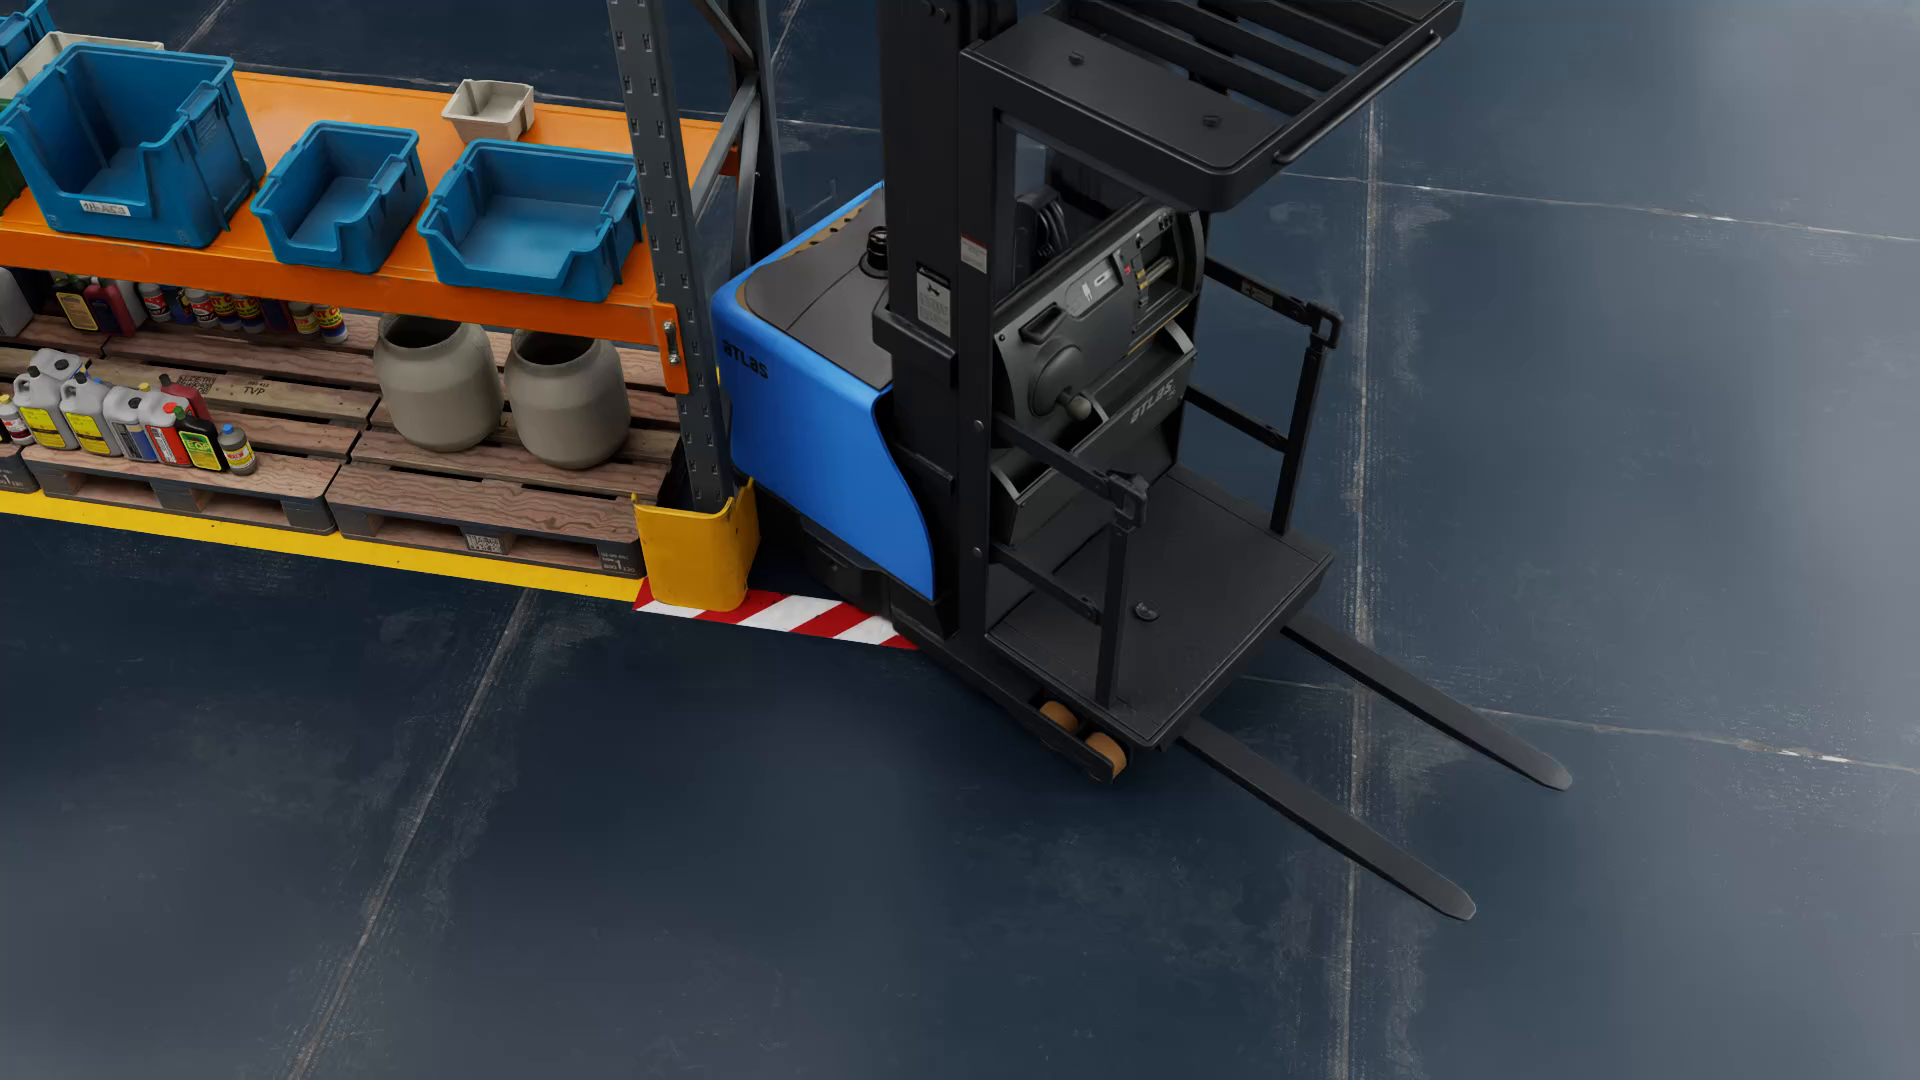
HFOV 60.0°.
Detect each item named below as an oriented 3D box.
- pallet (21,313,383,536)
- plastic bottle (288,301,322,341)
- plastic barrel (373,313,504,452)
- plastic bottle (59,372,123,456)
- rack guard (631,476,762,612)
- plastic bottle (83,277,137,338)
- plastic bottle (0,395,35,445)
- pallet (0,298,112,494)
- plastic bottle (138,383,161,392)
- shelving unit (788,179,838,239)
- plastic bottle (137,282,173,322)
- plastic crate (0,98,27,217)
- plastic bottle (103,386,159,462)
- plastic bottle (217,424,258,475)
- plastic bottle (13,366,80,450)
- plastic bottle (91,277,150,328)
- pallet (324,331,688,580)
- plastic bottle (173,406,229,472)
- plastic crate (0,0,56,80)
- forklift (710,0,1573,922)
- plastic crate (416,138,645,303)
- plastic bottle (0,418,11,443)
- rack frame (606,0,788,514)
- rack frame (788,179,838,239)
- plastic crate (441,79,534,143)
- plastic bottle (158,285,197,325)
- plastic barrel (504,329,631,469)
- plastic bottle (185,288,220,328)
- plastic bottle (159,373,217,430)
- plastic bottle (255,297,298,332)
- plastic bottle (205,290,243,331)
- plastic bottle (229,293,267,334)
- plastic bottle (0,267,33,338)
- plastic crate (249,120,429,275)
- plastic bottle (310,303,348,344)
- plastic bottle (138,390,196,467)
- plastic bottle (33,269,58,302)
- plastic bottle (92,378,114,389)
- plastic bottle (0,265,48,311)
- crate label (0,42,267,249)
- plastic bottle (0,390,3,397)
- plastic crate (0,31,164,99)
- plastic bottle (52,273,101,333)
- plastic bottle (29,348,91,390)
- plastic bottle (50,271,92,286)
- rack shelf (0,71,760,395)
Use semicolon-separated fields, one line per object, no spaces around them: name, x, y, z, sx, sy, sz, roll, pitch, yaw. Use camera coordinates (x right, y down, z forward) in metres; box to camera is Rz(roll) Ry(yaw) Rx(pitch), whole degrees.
pallet;-2.862;-0.527;6.582;1.213;0.211;1.003;8;49;7
plastic bottle;-2.614;-0.902;6.630;0.097;0.201;0.097;0;48;0
plastic barrel;-1.938;-0.615;6.177;0.421;0.512;0.421;0;48;0
plastic bottle;-3.212;-0.484;6.153;0.185;0.351;0.144;9;49;8
rack guard;-0.866;-0.349;6.228;0.348;0.500;1.175;8;49;7
plastic bottle;-3.387;-0.933;6.602;0.133;0.283;0.061;8;49;7
plastic bottle;-3.539;-0.460;6.232;0.097;0.201;0.097;0;48;0
pallet;-4.066;-0.687;6.725;1.213;0.211;1.003;8;49;7
plastic bottle;-3.044;-0.508;6.276;0.097;0.201;0.097;0;48;0
shelving unit;-0.458;-0.930;6.472;0.210;0.900;0.258;32;55;30
plastic bottle;-3.247;-0.988;6.706;0.097;0.201;0.097;0;48;0
plastic crate;-3.434;-1.281;5.527;0.662;0.188;0.450;8;49;7
plastic bottle;-3.048;-0.440;6.164;0.135;0.276;0.152;6;48;6
plastic bottle;-2.668;-0.343;6.127;0.097;0.201;0.097;0;48;0
plastic bottle;-3.395;-0.508;6.175;0.185;0.351;0.144;7;48;7
plastic bottle;-3.368;-1.008;6.675;0.135;0.276;0.152;8;49;8
pallet;-1.665;-0.364;6.435;1.213;0.211;1.003;8;49;7
plastic bottle;-2.787;-0.372;6.098;0.133;0.283;0.061;9;49;8
plastic crate;-3.582;-1.741;5.898;0.616;0.251;0.499;8;49;7
forklift;0.586;-0.626;4.842;3.031;2.935;1.130;33;56;26
plastic crate;-1.329;-1.007;5.238;0.616;0.251;0.499;8;49;7
plastic bottle;-3.658;-0.490;6.204;0.133;0.283;0.061;10;49;9
rack frame;-0.783;-1.209;5.320;0.127;3.000;1.000;8;49;7
rack frame;-0.533;-0.977;6.523;0.006;0.900;0.240;32;55;30
plastic crate;-1.607;-1.475;5.736;0.250;0.136;0.298;8;49;7
plastic bottle;-3.147;-0.998;6.668;0.097;0.271;0.097;0;48;0
plastic barrel;-1.444;-0.549;6.117;0.421;0.512;0.421;0;48;0
plastic bottle;-3.045;-0.960;6.682;0.097;0.201;0.097;0;48;0
plastic bottle;-2.893;-0.502;6.215;0.133;0.283;0.061;8;49;7
plastic bottle;-2.731;-0.959;6.626;0.133;0.283;0.061;8;49;7
plastic bottle;-2.948;-0.971;6.644;0.097;0.271;0.097;0;48;0
plastic bottle;-2.849;-0.957;6.632;0.097;0.271;0.097;0;48;0
plastic bottle;-3.847;-0.964;6.635;0.135;0.276;0.152;8;49;7
plastic crate;-1.967;-1.097;5.319;0.408;0.251;0.499;8;49;7
plastic bottle;-2.512;-0.912;6.591;0.097;0.271;0.097;0;48;0
plastic bottle;-2.911;-0.421;6.147;0.135;0.276;0.152;8;49;7
plastic bottle;-3.678;-1.087;6.740;0.133;0.283;0.061;11;49;9
plastic bottle;-3.233;-0.528;6.293;0.097;0.201;0.097;0;48;0
plastic bottle;-3.845;-1.100;6.707;0.185;0.351;0.144;5;48;5
crate label;-2.642;-1.266;5.348;0.616;0.435;0.502;8;49;7
plastic bottle;-3.662;-0.546;6.262;0.097;0.271;0.097;0;48;0
plastic crate;-3.076;-1.621;5.867;0.437;0.136;0.530;8;49;7
plastic bottle;-3.521;-0.957;6.623;0.133;0.283;0.061;8;49;7
plastic bottle;-3.393;-0.595;6.303;0.135;0.276;0.152;8;49;7
plastic bottle;-3.528;-1.058;6.669;0.185;0.351;0.144;7;48;7
rack shelf;-2.751;-1.233;5.825;4.000;0.370;1.077;8;49;7
